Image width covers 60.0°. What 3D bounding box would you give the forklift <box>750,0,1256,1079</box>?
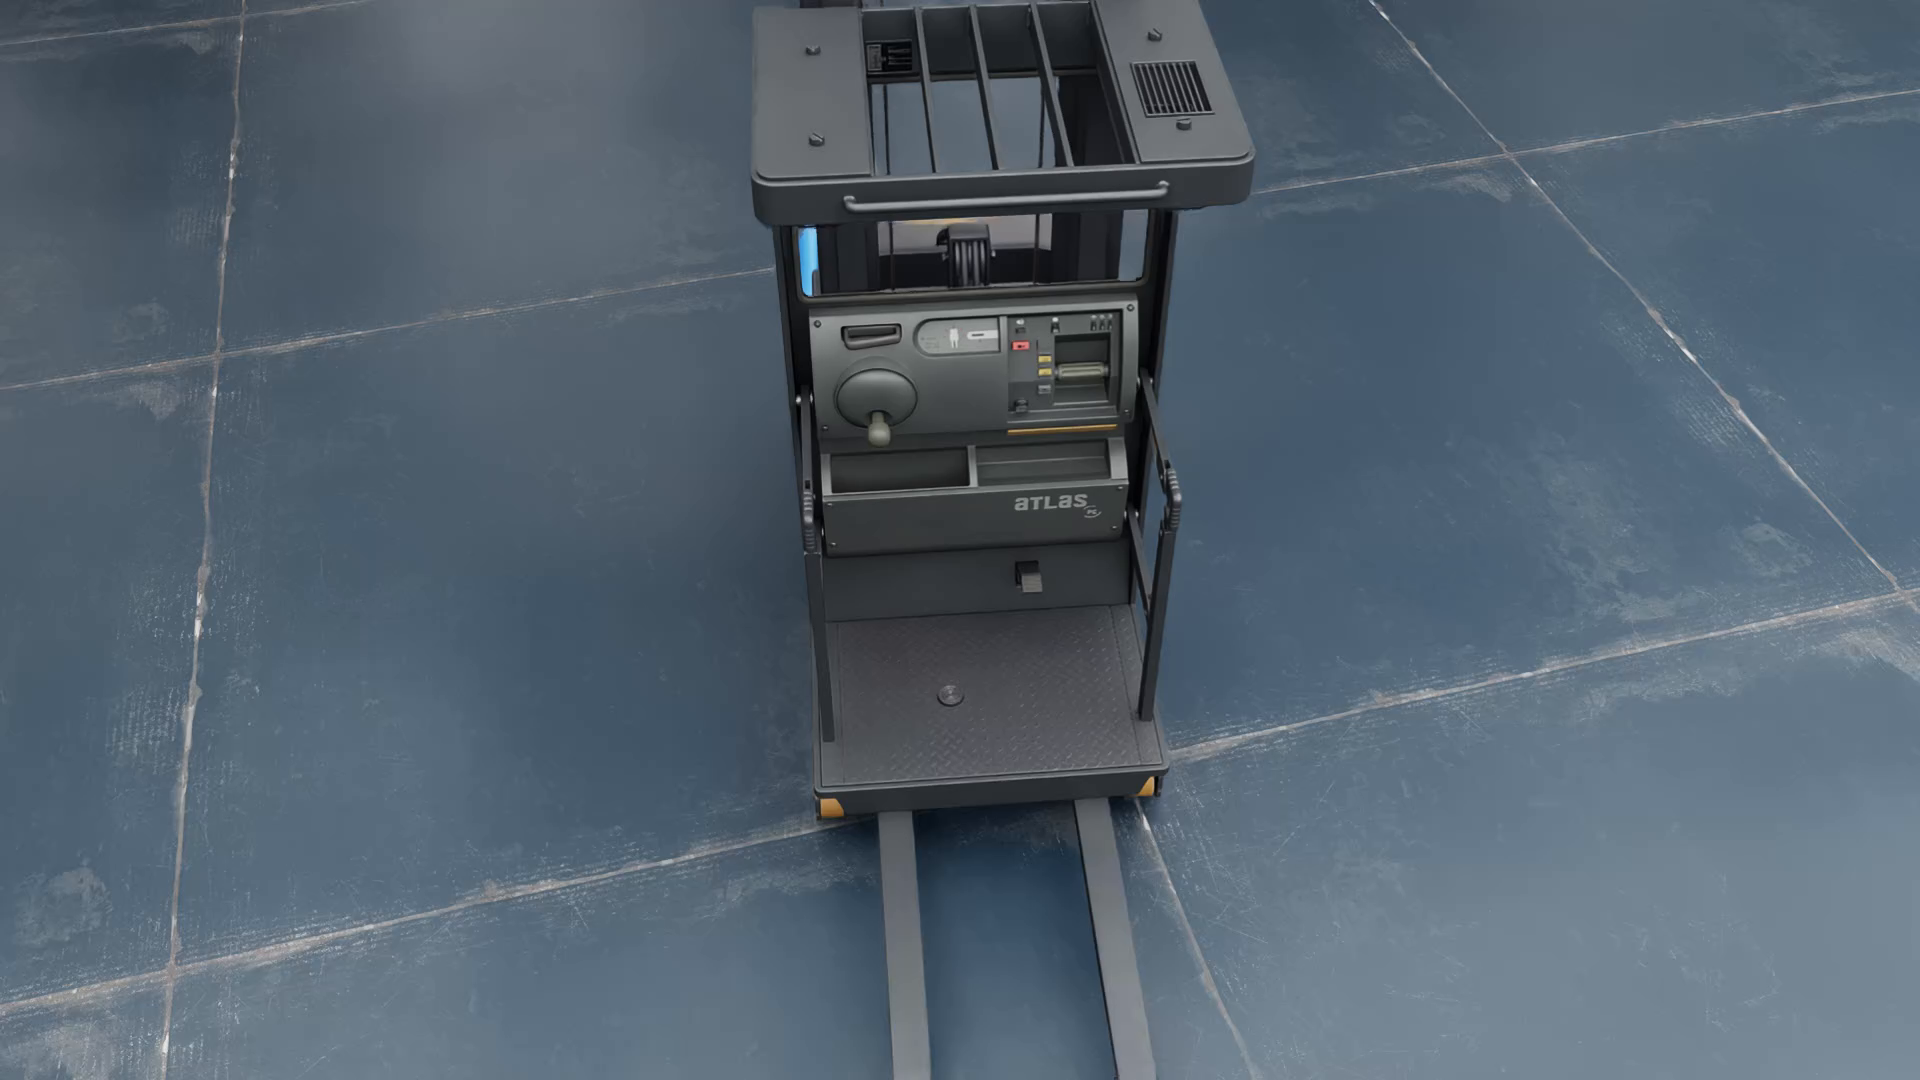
[{"bbox_3d":[0.063,-0.387,4.577,1.130,2.935,3.031,-3,46,-3],"label":"forklift"}]
